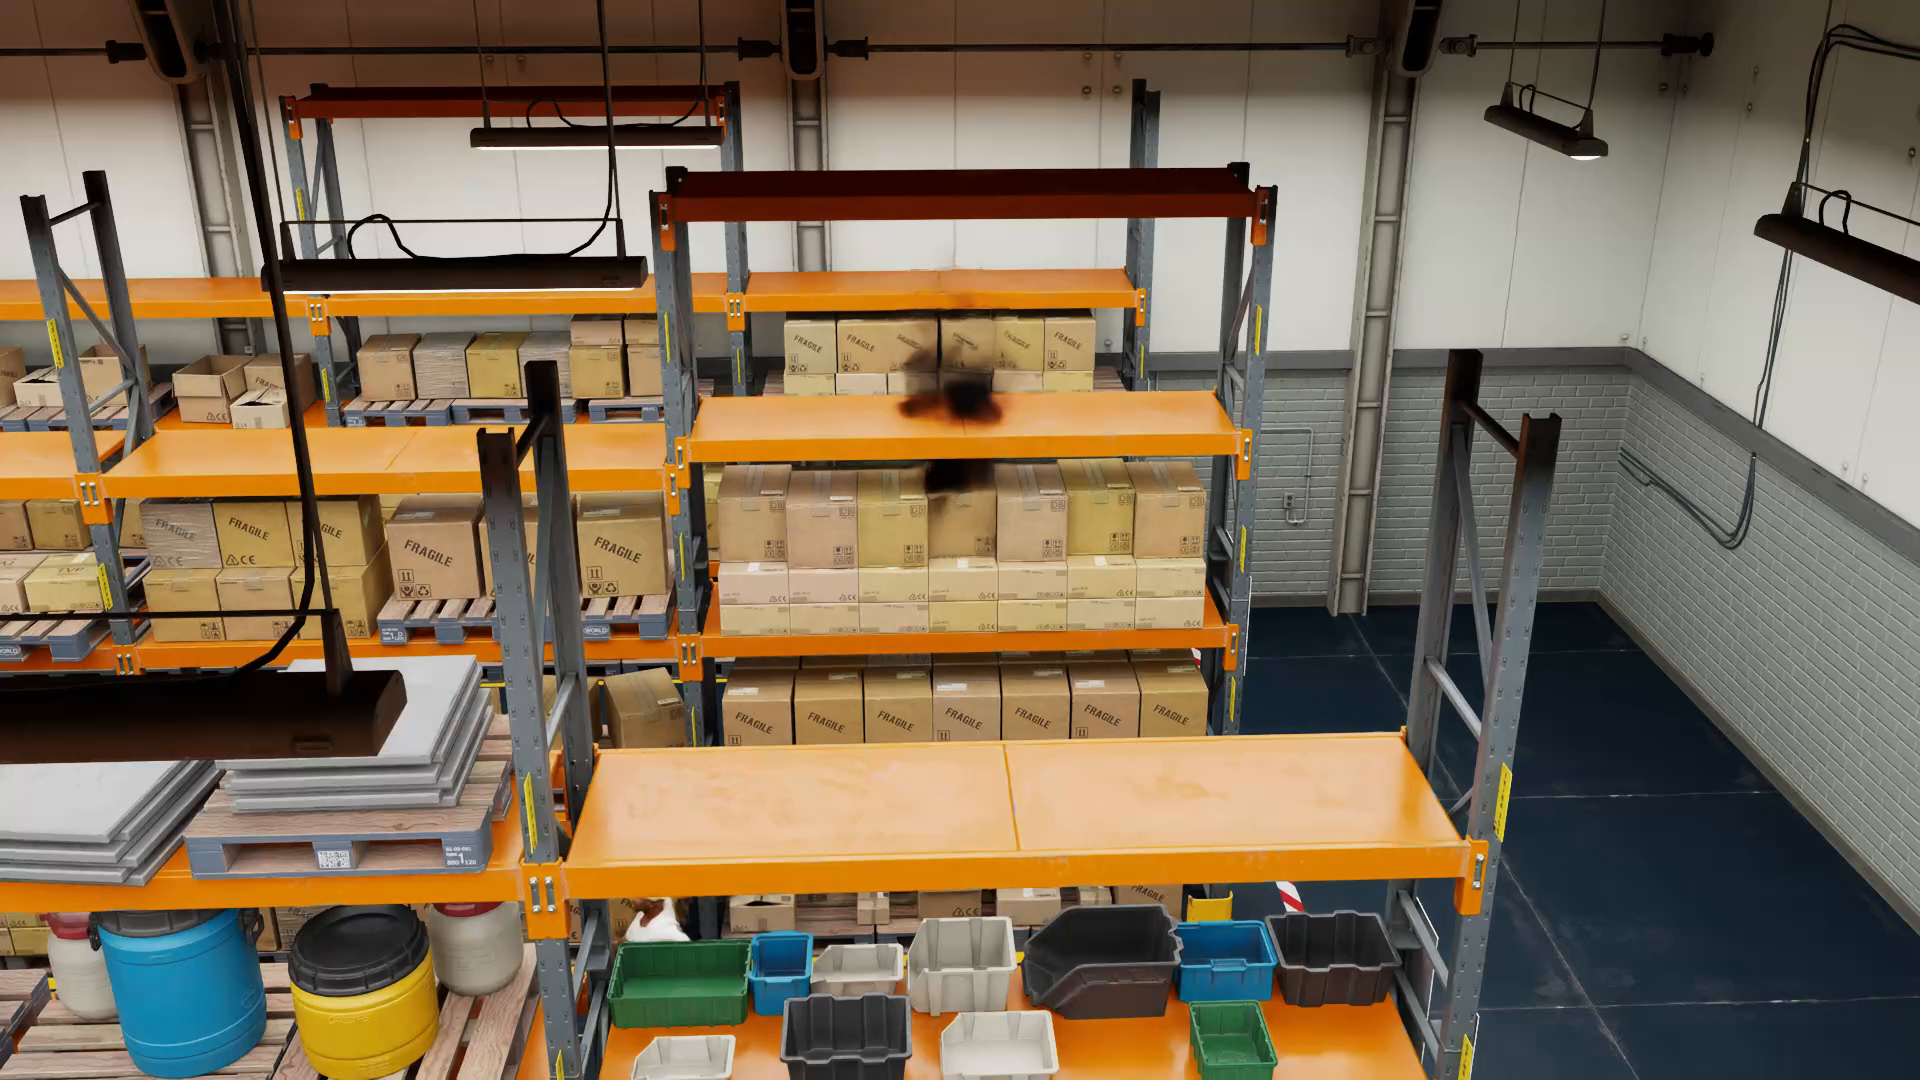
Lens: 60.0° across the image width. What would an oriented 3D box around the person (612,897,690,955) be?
[{"bbox_3d":[-1.985,2.974,11.061,0.963,1.771,0.700,-5,23,-12],"label":"person"}]
